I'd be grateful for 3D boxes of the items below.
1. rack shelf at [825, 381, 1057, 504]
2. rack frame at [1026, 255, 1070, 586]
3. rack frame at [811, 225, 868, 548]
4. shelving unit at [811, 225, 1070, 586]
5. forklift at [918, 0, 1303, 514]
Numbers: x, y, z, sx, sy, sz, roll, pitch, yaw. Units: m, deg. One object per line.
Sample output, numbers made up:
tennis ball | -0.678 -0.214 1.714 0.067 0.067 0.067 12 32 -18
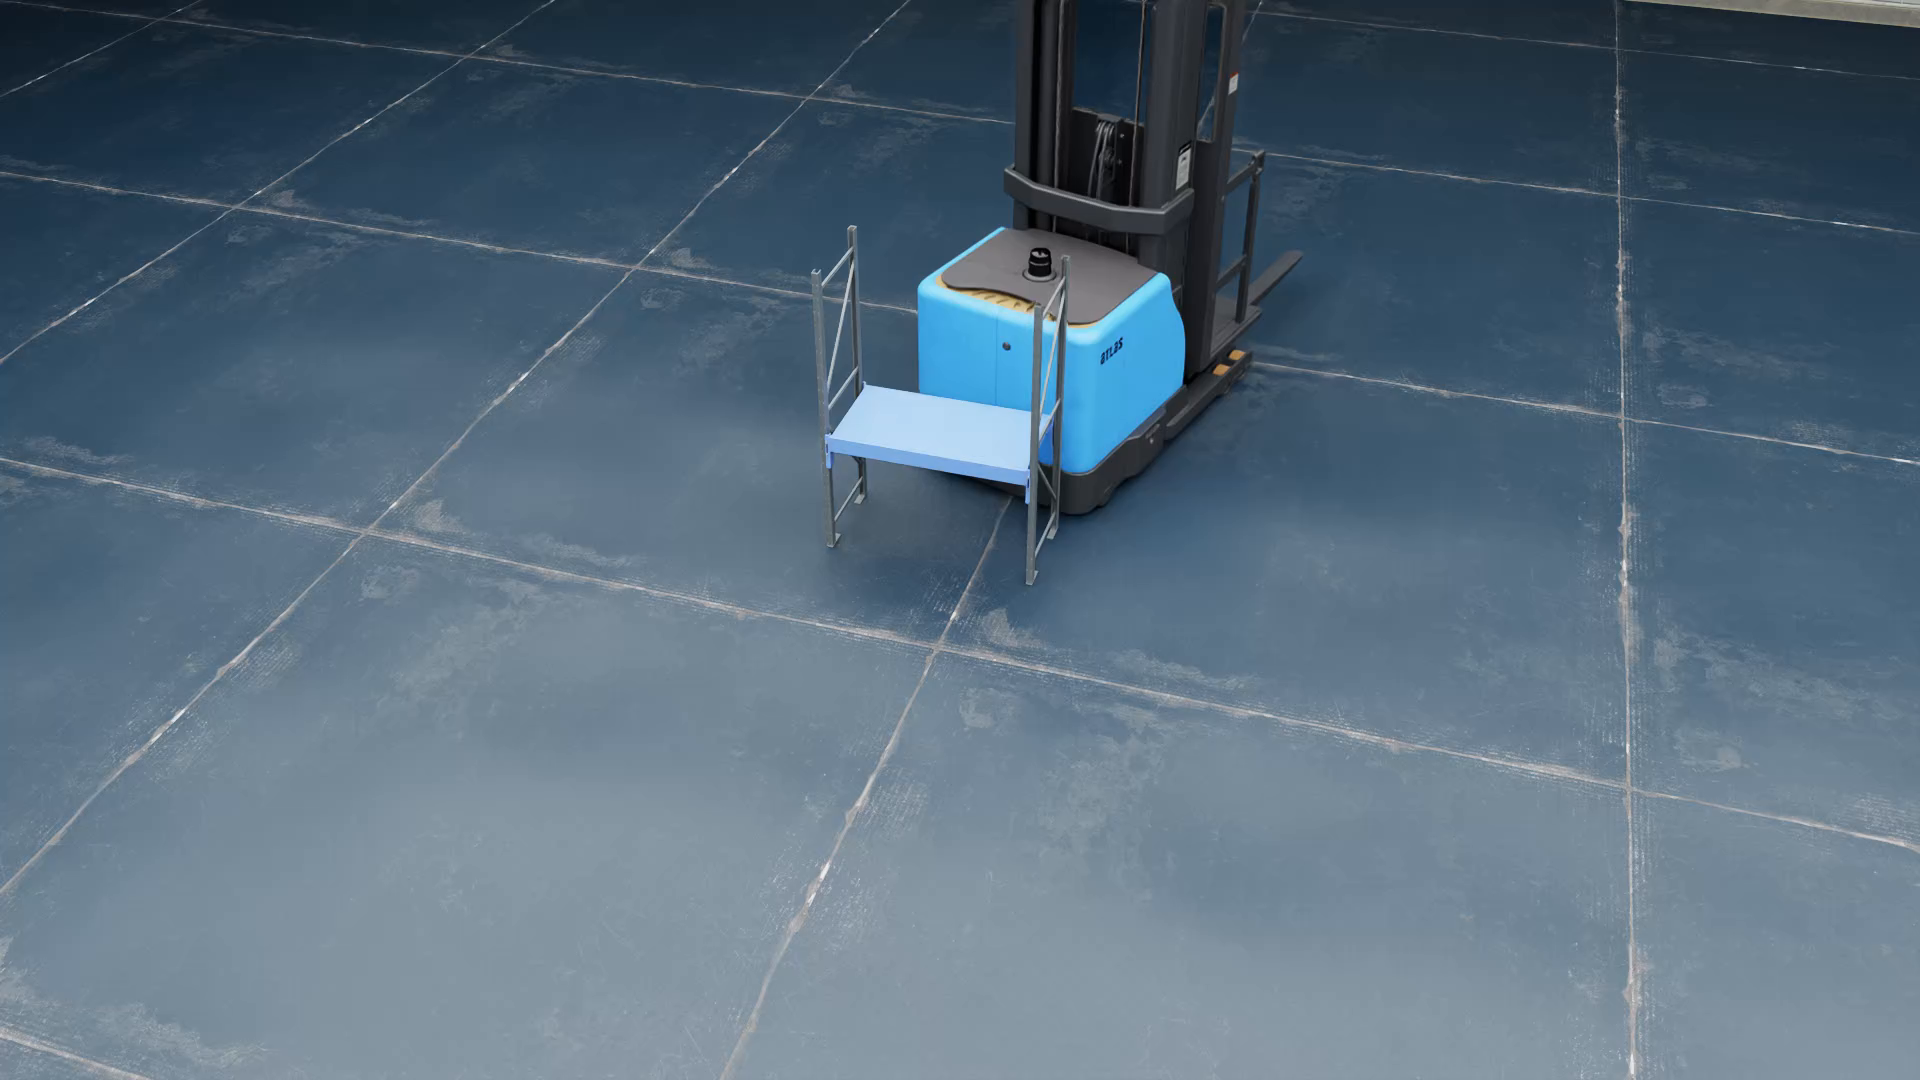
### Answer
rack shelf | -0.081 -0.474 7.933 1.000 0.185 0.538 10 38 14
rack frame | 0.404 -0.529 7.704 0.032 1.500 0.500 10 38 14
rack frame | -0.567 -0.709 7.948 0.032 1.500 0.500 10 38 14
shelving unit | -0.081 -0.619 7.826 1.048 1.500 0.538 10 38 14
forklift | 1.009 -2.145 8.691 1.130 2.935 3.031 21 41 26
